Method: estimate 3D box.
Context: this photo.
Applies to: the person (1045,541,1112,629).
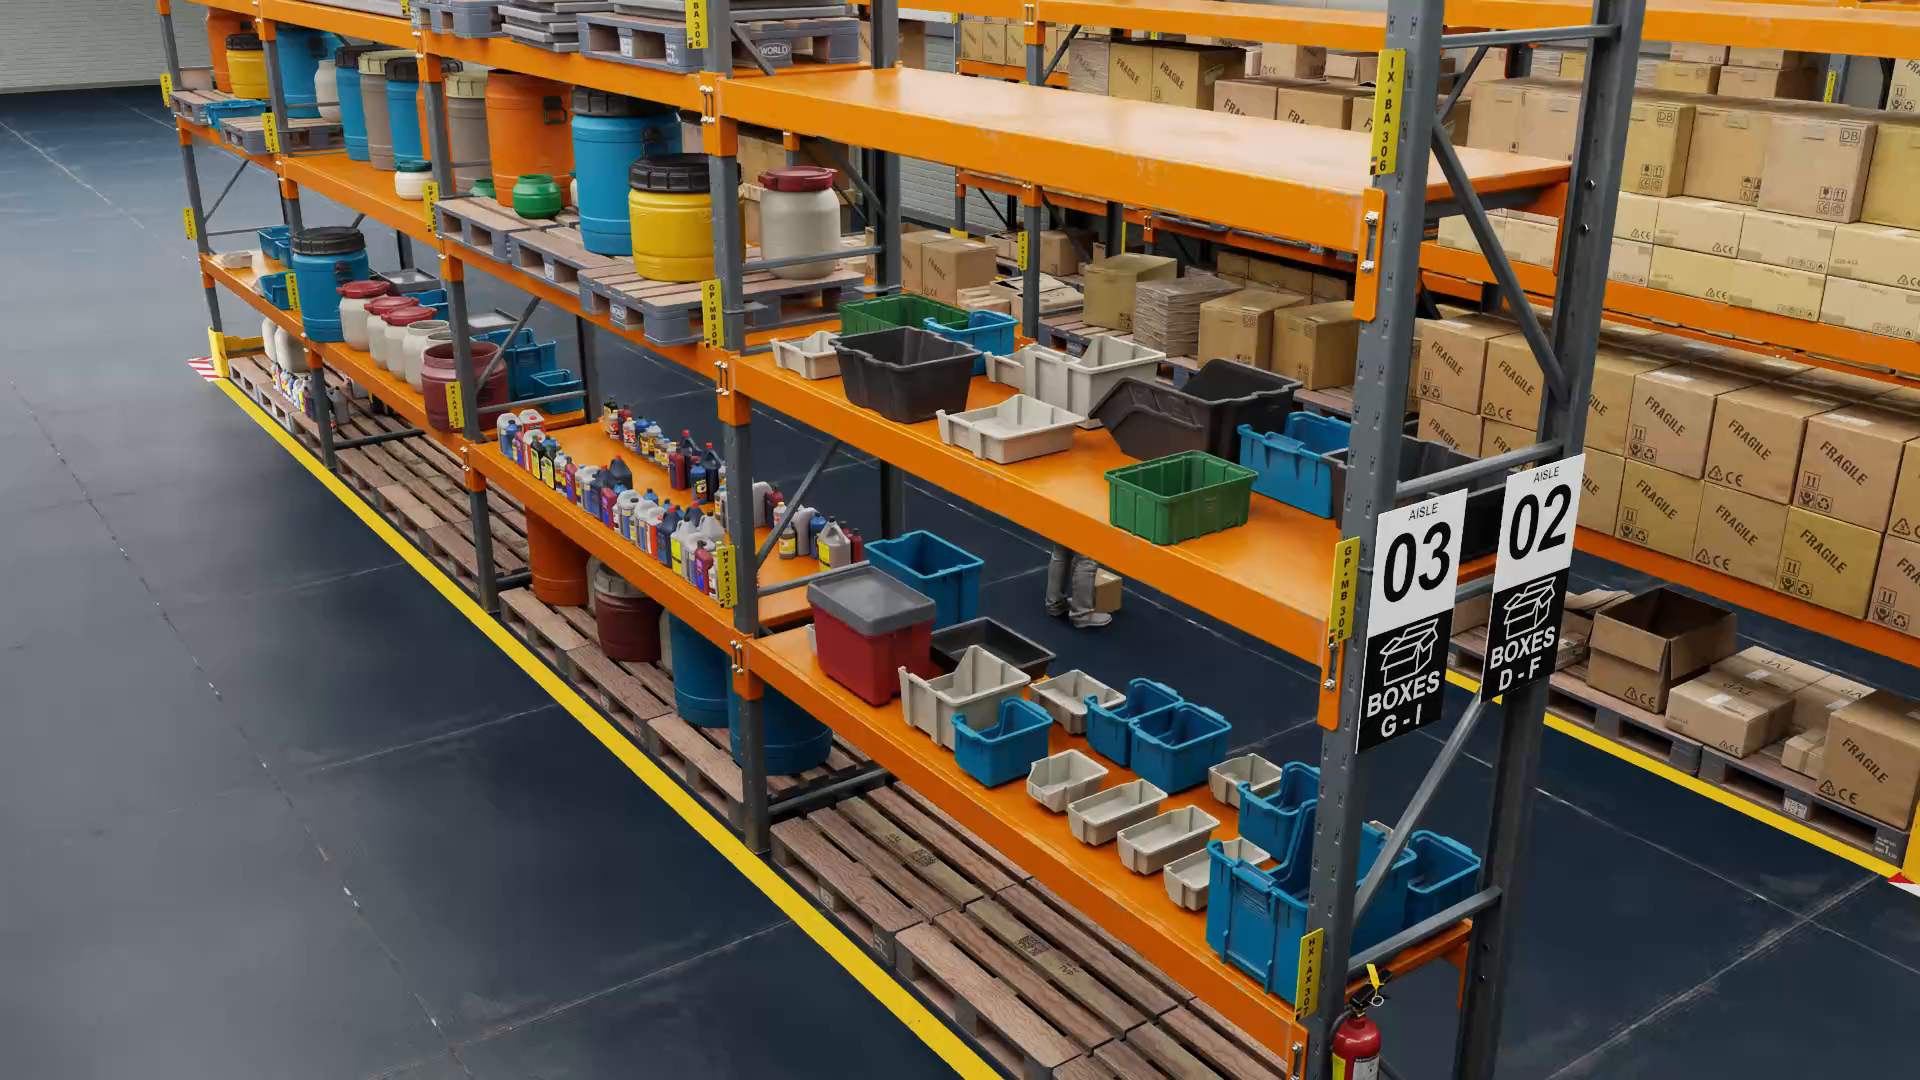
[{"bbox_3d":[0.804,-0.269,11.742,0.466,1.771,0.585,-15,26,-34],"label":"person"}]
